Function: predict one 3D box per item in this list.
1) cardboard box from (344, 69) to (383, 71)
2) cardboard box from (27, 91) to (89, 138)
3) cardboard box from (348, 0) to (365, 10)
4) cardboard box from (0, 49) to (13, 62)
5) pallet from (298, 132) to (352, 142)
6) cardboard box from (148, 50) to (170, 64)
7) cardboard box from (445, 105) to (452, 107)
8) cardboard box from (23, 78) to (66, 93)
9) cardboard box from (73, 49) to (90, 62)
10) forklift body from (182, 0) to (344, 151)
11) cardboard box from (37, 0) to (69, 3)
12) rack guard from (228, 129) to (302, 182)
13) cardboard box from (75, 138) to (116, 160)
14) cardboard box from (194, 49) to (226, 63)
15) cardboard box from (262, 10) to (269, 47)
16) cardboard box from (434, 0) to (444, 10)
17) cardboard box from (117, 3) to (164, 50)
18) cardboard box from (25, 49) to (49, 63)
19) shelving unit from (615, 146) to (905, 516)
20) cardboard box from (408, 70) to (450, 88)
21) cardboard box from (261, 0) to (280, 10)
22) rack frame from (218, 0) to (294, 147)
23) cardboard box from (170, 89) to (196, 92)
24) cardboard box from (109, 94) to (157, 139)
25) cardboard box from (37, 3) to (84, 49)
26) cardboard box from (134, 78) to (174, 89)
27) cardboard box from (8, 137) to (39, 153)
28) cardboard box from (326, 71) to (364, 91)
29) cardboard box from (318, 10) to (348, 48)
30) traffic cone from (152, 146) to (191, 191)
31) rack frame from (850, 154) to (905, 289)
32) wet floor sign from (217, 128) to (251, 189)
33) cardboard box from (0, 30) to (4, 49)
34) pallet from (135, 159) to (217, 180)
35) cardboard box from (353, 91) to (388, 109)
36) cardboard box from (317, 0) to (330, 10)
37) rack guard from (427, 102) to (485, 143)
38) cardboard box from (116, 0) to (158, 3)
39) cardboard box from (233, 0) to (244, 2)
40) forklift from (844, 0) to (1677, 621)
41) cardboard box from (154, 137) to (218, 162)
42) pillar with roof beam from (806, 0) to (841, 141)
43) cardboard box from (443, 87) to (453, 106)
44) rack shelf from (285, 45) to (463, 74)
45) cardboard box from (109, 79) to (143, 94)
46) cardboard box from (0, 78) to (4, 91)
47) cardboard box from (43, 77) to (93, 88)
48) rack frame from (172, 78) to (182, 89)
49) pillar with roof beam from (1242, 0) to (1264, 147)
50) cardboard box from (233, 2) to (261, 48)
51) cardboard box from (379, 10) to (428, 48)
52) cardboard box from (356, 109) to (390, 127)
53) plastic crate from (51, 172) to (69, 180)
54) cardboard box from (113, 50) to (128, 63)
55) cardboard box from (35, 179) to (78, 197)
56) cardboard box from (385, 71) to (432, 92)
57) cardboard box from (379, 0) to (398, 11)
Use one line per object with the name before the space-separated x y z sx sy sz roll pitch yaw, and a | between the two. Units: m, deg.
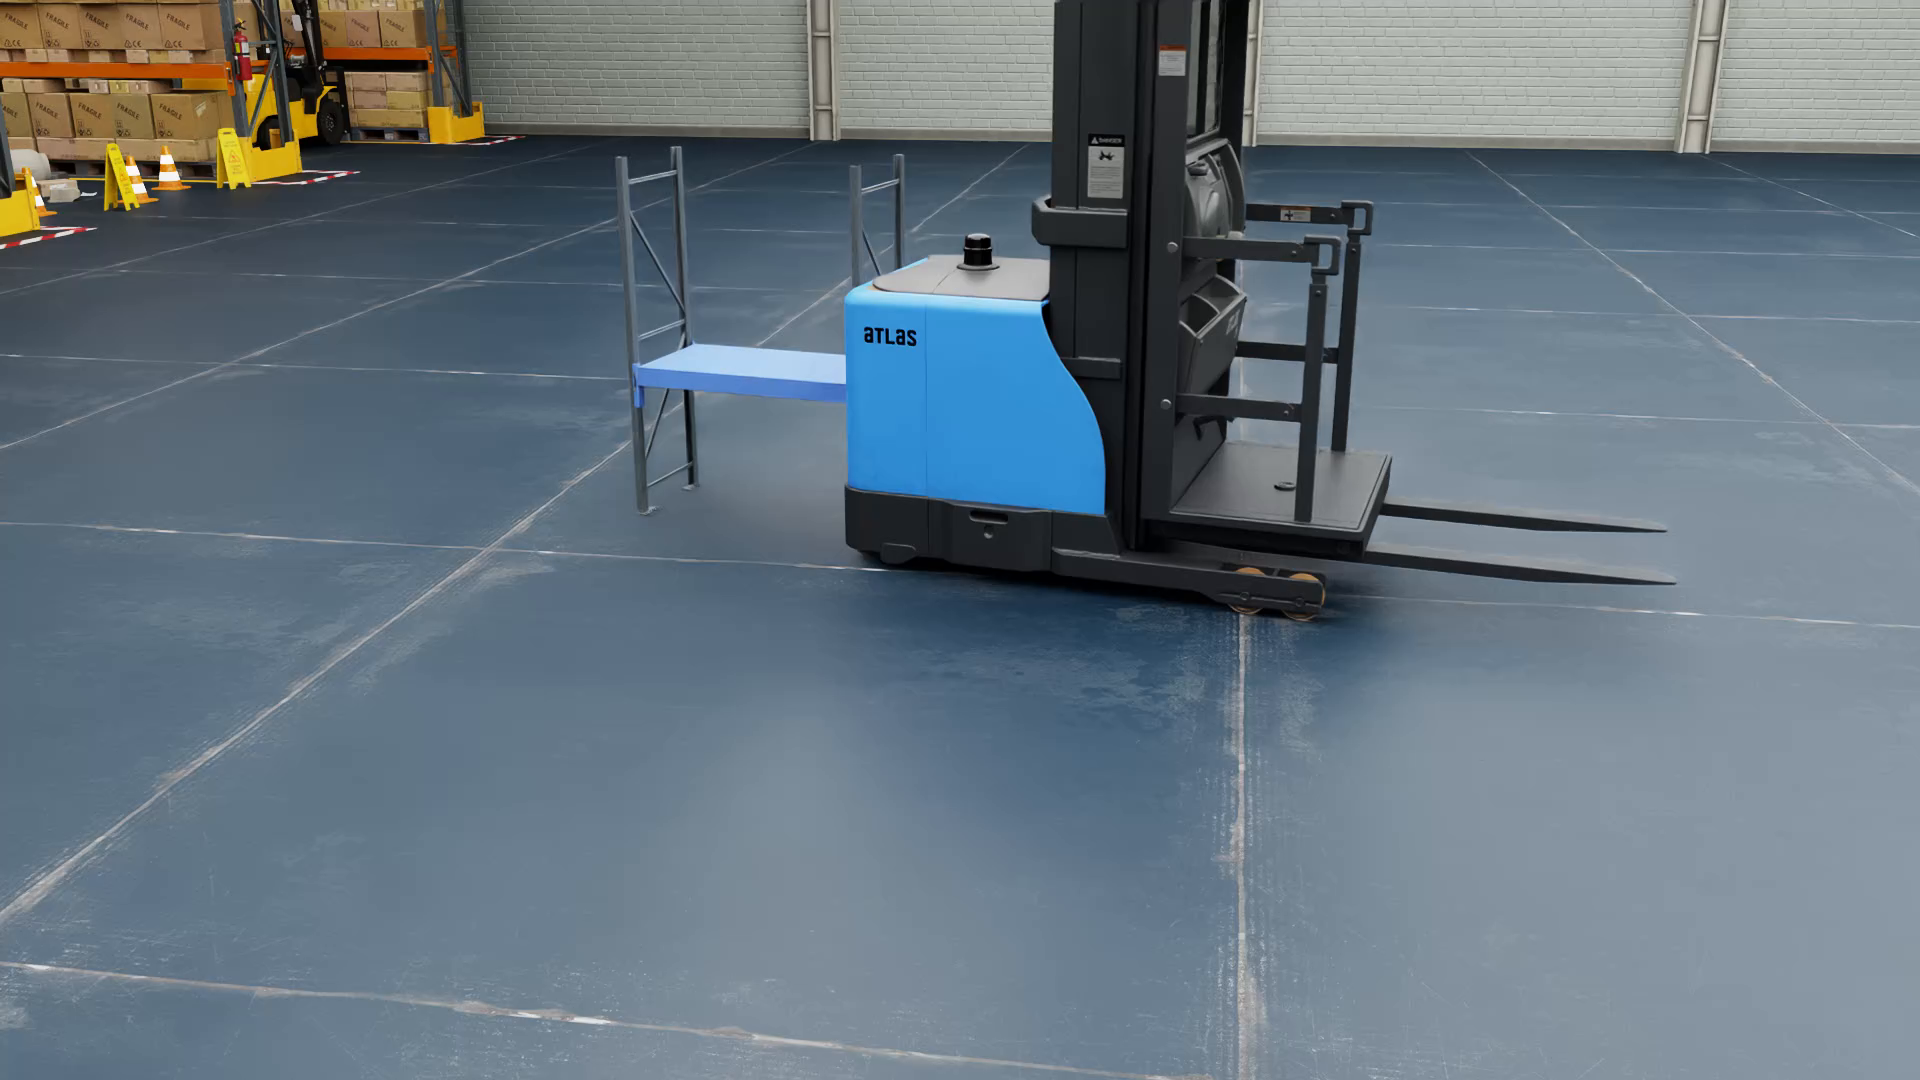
cardboard box | -8.771 -6.765 24.391 0.500 0.250 0.500 3 19 8
cardboard box | -10.492 -4.993 19.487 0.500 0.500 0.500 4 19 12
cardboard box | -8.474 -7.596 23.599 0.250 0.149 0.380 3 19 8
cardboard box | -11.050 -5.647 19.348 0.250 0.149 0.380 3 19 10
pallet | -9.304 -6.025 24.477 1.213 0.211 1.003 3 19 9
cardboard box | -9.045 -5.535 19.014 0.250 0.149 0.380 3 19 8
cardboard box | -7.795 -6.241 24.400 0.500 0.250 0.500 3 19 9
cardboard box | -10.646 -5.287 19.345 0.250 0.149 0.380 4 19 12
cardboard box | -10.034 -5.620 19.269 0.250 0.149 0.380 3 19 9
forklift body | -9.503 -6.381 22.485 1.214 2.155 2.313 3 19 9
cardboard box | -10.152 -6.414 19.044 0.500 0.500 0.700 3 19 8
rack guard | -8.200 -4.523 19.533 0.348 0.500 1.175 3 19 9
cardboard box | -9.993 -4.609 19.523 0.500 0.250 0.500 2 19 7
cardboard box | -8.528 -5.537 19.021 0.250 0.149 0.380 4 19 10
cardboard box | -9.877 -7.358 23.910 0.500 0.500 0.500 3 19 8
cardboard box | -7.635 -7.713 23.948 0.250 0.149 0.380 2 19 7
cardboard box | -9.198 -5.861 18.965 0.500 0.500 0.500 3 19 9
cardboard box | -10.552 -5.603 19.218 0.250 0.149 0.380 3 19 9
shelving unit | -0.804 -0.838 6.944 1.048 1.500 0.538 6 20 18
cardboard box | -7.785 -6.713 24.234 0.500 0.250 0.500 3 19 8
cardboard box | -9.758 -7.644 23.742 0.250 0.149 0.380 2 19 7
rack frame | -8.125 -5.705 19.125 0.127 3.000 1.000 3 19 9
cardboard box | -9.418 -5.109 19.834 0.500 0.500 0.500 2 19 7
cardboard box | -9.473 -4.939 19.327 0.500 0.500 0.500 4 19 11
cardboard box | -10.189 -5.918 19.138 0.500 0.500 0.500 3 19 9
cardboard box | -11.807 -6.557 24.753 0.625 0.625 0.875 4 19 11
cardboard box | -11.005 -4.663 19.685 0.500 0.250 0.500 4 19 12
cardboard box | -8.850 -6.601 23.899 0.500 0.250 0.500 3 19 9
cardboard box | -8.885 -7.304 23.749 0.500 0.500 0.500 3 19 8
traffic cone | -8.754 -4.119 18.384 0.334 0.463 0.336 3 19 9
rack frame | -0.324 -0.785 6.785 0.032 1.500 0.500 6 20 18
wet floor sign | -8.107 -4.243 18.468 0.232 0.644 0.267 10 21 27
cardboard box | -11.184 -5.967 19.283 0.500 0.500 0.500 3 19 8
pallet | -8.996 -4.438 19.734 1.213 0.211 1.003 3 19 9
cardboard box | -8.365 -6.347 23.930 0.500 0.250 0.500 3 19 8
cardboard box | -8.998 -7.601 23.614 0.250 0.149 0.380 3 19 9
rack guard | -7.317 -6.073 24.166 0.348 0.500 1.175 3 19 9
cardboard box | -9.162 -6.352 18.859 0.500 0.500 0.700 3 19 9
cardboard box | -10.268 -7.665 23.805 0.250 0.149 0.380 3 19 10
forklift | 1.123 -1.291 6.042 3.031 2.935 1.130 6 20 18
cardboard box | -8.989 -4.557 19.368 0.500 0.250 0.500 3 19 8
pillar with roof beam | -2.644 -8.772 18.837 0.400 9.000 9.100 3 19 9
cardboard box | -7.772 -6.481 24.329 0.500 0.250 0.500 3 19 10
rack shelf | -9.316 -7.019 24.188 4.000 0.370 1.077 3 19 9
cardboard box | -9.578 -5.233 19.182 0.250 0.149 0.380 3 19 10
cardboard box | -11.420 -5.325 19.458 0.250 0.149 0.380 3 19 9
cardboard box | -13.315 -6.636 24.988 0.625 0.625 0.875 2 19 6
rack frame | -11.290 -7.461 24.375 0.127 3.000 1.000 3 19 9
pillar with roof beam | 3.280 -8.470 17.934 0.400 9.000 9.100 3 19 9
cardboard box | -8.548 -6.004 19.393 0.500 0.500 0.500 3 19 8
cardboard box | -7.868 -7.250 23.585 0.500 0.500 0.500 3 19 7
cardboard box | -8.344 -6.108 24.001 0.500 0.250 0.500 3 19 9
plastic crate | -10.654 -4.185 19.186 0.583 0.080 0.402 -3 19 -10
cardboard box | -9.535 -5.595 19.194 0.250 0.149 0.380 3 19 9
cardboard box | -9.738 -3.786 17.883 0.250 0.149 0.380 14 23 37
cardboard box | -7.845 -6.555 23.761 0.500 0.250 0.500 4 19 10
cardboard box | -7.985 -7.548 23.455 0.250 0.149 0.380 3 19 10
